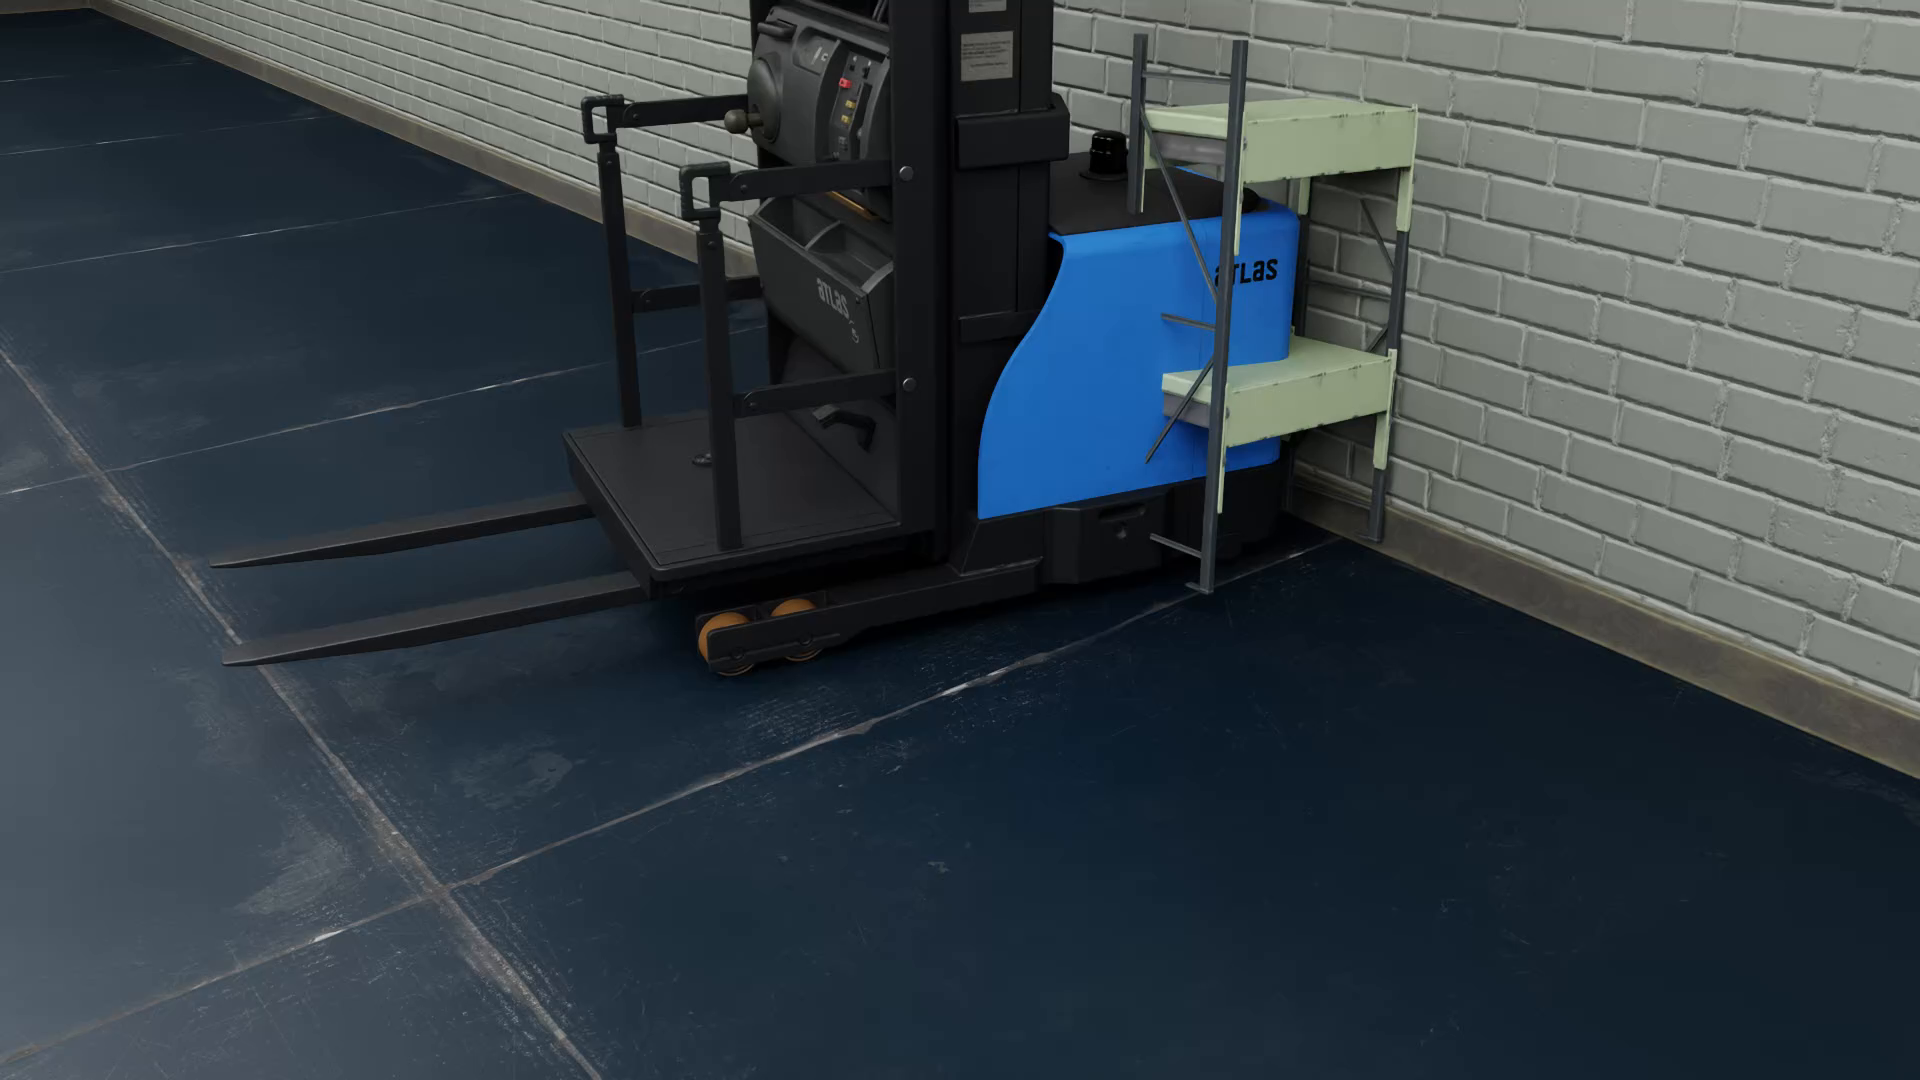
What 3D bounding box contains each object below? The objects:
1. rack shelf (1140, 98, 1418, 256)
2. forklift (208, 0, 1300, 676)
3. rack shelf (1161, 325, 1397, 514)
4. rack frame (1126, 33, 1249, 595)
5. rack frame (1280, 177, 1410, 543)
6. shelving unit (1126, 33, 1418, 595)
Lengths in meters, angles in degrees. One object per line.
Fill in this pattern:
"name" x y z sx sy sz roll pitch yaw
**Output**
"rack shelf" 0.886 -1.048 4.673 0.720 0.370 0.431 -14 24 -35
"forklift" -0.571 -1.218 4.393 3.031 2.935 1.130 -11 27 -22
"rack shelf" 0.879 -0.373 4.914 0.720 0.370 0.431 -14 24 -35
"rack frame" 0.592 -0.608 4.593 0.023 1.500 0.400 -14 24 -35
"rack frame" 1.172 -0.752 5.015 0.023 1.500 0.400 -14 24 -35
"shelving unit" 0.882 -0.680 4.804 0.755 1.500 0.431 -14 24 -35
